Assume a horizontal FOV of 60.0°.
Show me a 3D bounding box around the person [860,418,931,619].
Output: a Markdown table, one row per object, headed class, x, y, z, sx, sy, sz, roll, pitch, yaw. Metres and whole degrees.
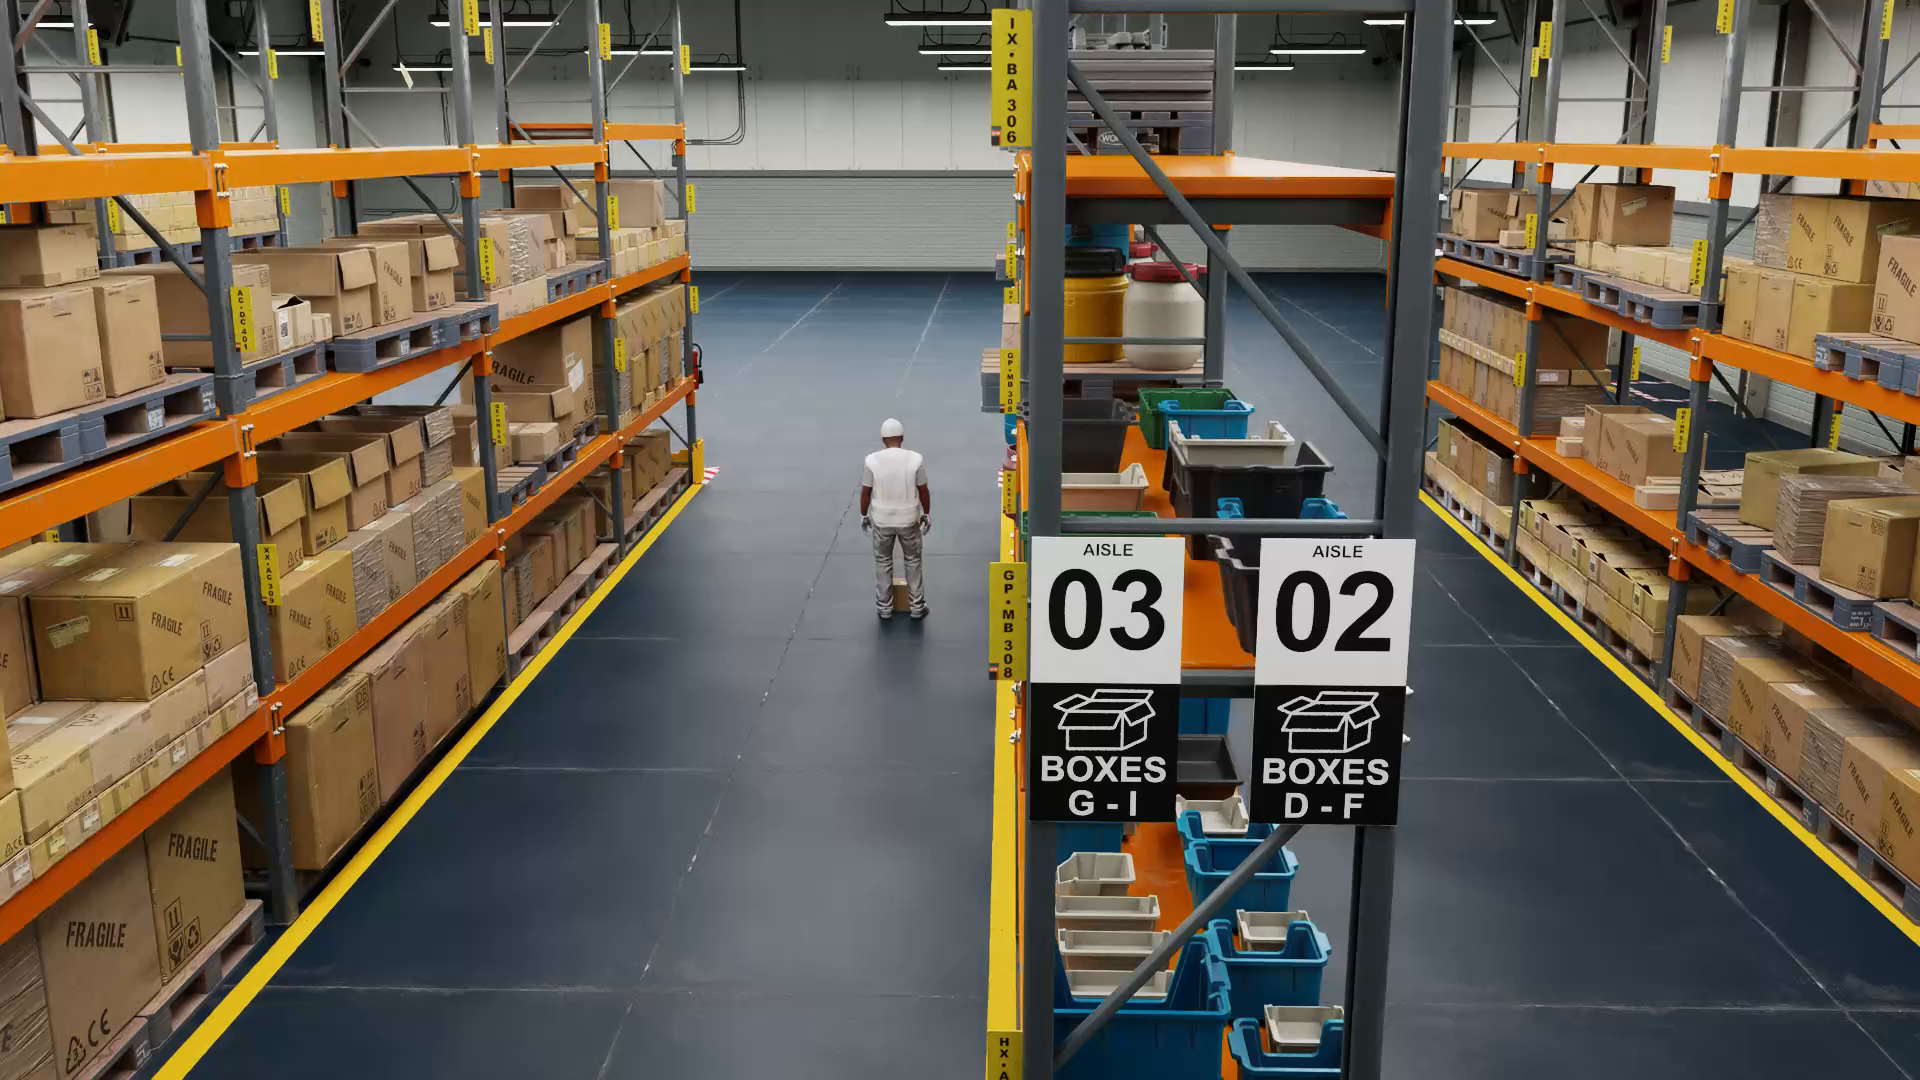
| class | x | y | z | sx | sy | sz | roll | pitch | yaw |
| --- | --- | --- | --- | --- | --- | --- | --- | --- | --- |
| person | -0.571 | -0.188 | 14.737 | 0.629 | 1.775 | 0.444 | 0 | 14 | -2 |
